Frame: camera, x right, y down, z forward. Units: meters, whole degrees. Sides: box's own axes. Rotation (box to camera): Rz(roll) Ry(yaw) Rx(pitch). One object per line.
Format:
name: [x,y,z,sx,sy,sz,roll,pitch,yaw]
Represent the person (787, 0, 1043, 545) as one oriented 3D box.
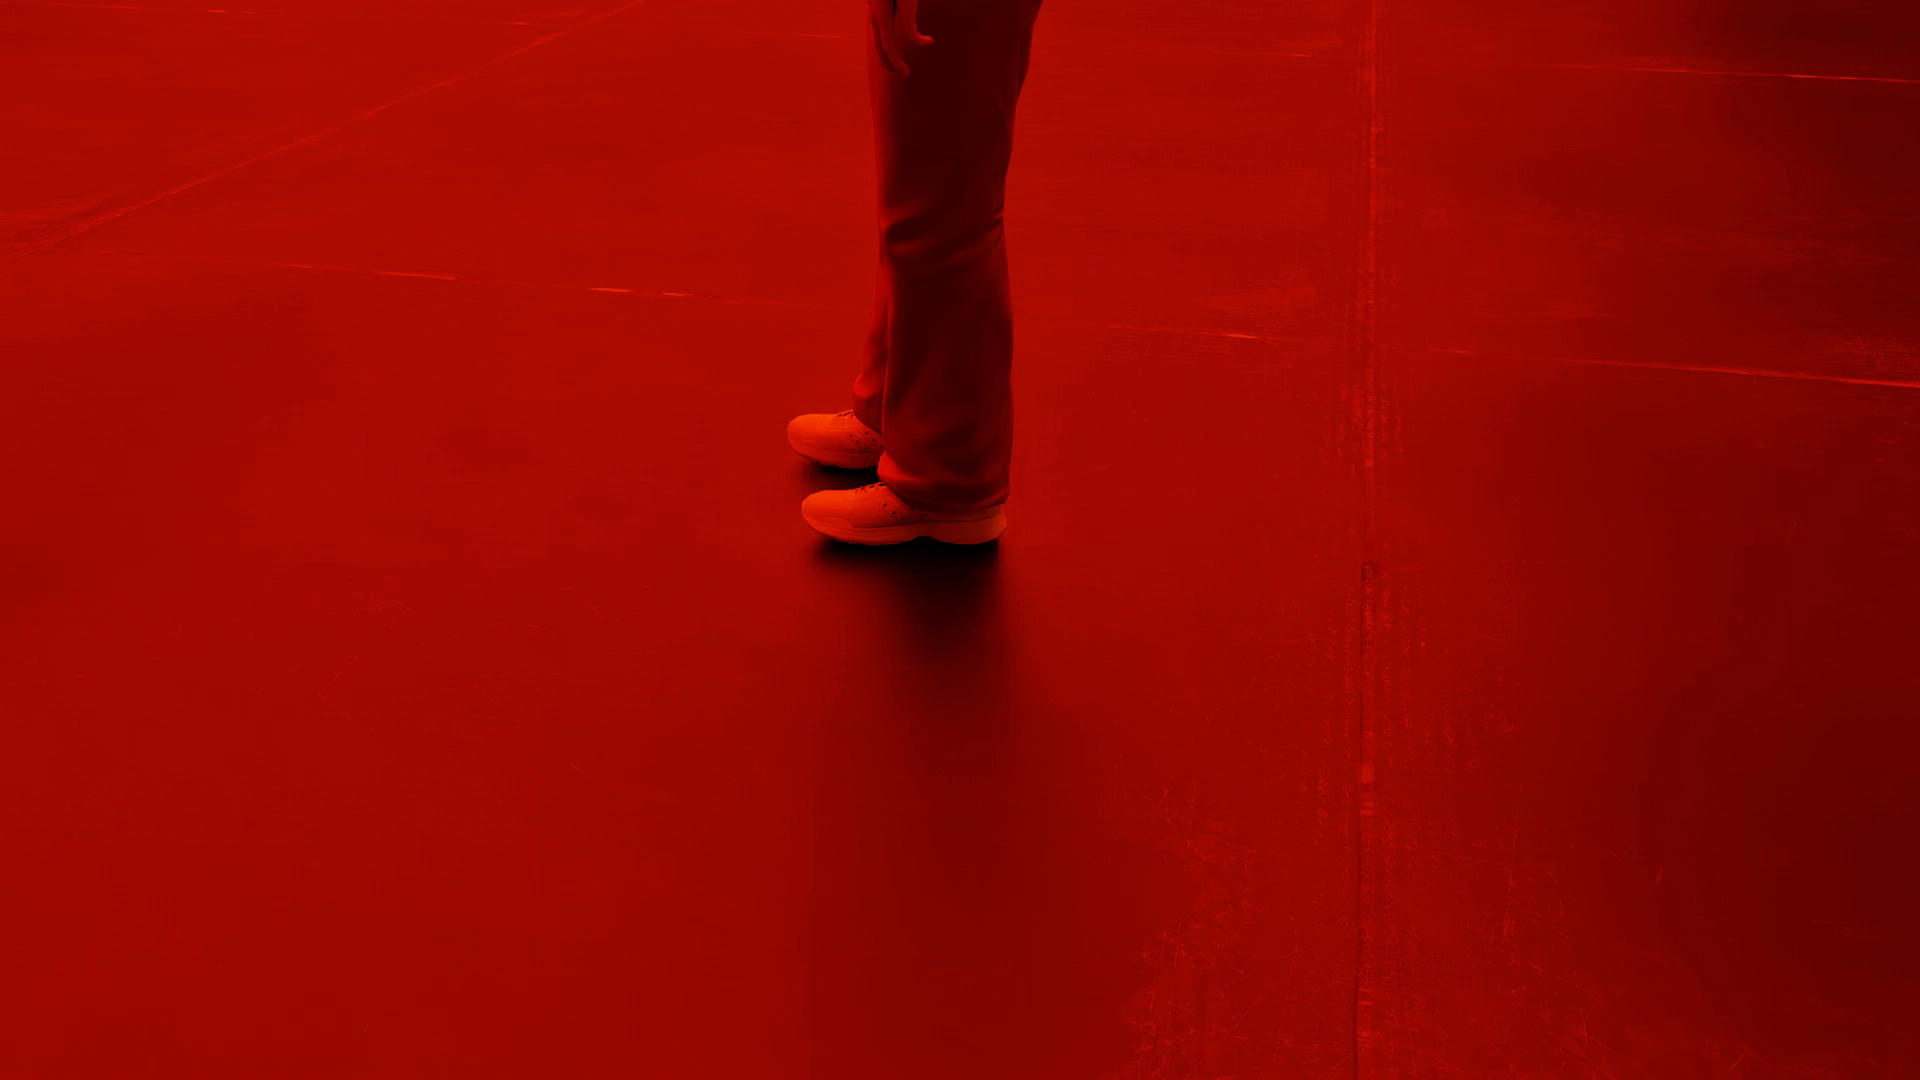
person: [-0.069,-0.767,2.144,0.549,1.675,0.553,6,27,11]
